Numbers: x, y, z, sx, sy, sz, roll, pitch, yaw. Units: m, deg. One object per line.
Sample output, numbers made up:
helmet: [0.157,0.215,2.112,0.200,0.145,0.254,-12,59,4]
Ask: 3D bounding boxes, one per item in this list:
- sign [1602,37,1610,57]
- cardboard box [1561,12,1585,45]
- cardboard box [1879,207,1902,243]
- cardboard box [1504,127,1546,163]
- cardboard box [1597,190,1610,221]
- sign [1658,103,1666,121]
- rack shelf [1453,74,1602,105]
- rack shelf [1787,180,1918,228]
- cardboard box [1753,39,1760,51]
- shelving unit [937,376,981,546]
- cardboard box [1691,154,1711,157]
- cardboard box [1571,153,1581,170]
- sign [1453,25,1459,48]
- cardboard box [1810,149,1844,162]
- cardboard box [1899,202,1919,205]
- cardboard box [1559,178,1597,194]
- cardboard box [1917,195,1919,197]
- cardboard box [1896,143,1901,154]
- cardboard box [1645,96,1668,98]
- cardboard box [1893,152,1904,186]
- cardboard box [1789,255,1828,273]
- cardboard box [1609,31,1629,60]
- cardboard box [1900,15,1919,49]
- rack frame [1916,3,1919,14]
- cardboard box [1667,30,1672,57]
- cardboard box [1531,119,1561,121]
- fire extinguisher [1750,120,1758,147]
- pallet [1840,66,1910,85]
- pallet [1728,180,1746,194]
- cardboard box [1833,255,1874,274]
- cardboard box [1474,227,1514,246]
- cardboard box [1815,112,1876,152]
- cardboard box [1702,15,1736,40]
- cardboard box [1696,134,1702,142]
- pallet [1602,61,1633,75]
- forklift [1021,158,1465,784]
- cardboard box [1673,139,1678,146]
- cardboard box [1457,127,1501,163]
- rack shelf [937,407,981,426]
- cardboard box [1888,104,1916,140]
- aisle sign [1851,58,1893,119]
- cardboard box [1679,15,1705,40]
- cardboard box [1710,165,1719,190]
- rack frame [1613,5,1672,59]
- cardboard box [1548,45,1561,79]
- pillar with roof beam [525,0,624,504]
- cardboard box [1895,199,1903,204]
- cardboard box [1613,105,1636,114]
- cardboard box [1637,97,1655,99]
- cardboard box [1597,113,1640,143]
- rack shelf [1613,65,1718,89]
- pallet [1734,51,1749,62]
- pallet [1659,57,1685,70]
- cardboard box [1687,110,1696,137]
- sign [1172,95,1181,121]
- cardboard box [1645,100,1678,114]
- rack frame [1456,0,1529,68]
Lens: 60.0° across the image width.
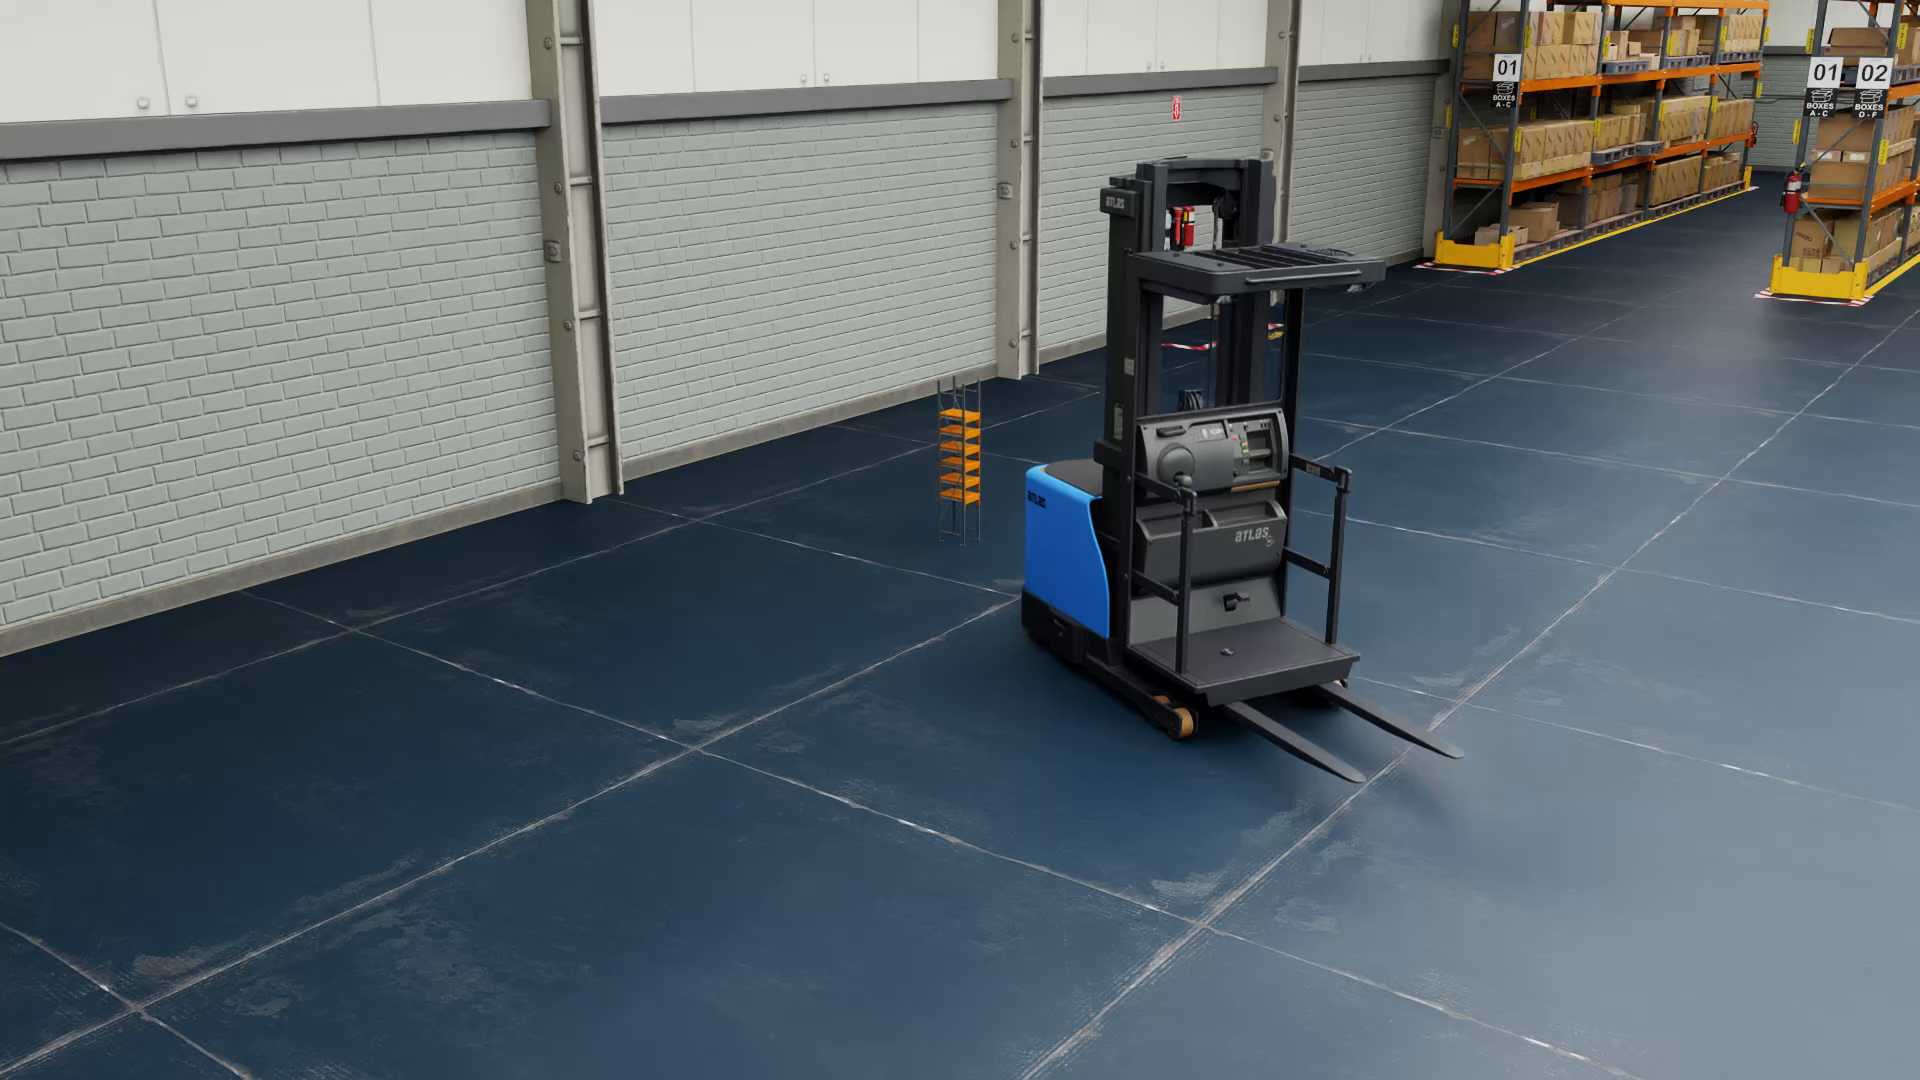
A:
sign: [10.870,-8.297,27.973,0.100,0.325,0.005,12,21,35]
cardboard box: [9.728,-8.253,26.815,0.500,0.500,0.500,12,21,33]
cardboard box: [14.002,-4.816,25.359,0.500,0.500,0.500,12,21,35]
cardboard box: [8.874,-6.231,26.206,0.500,0.500,0.500,12,21,35]
cardboard box: [11.458,-6.152,30.470,0.700,0.500,0.500,13,21,35]
sign: [13.254,-8.086,31.404,0.100,0.325,0.005,12,21,35]
rack shelf: [9.238,-7.324,26.925,1.077,0.370,4.000,12,21,35]
rack shelf: [13.218,-5.017,24.554,1.077,0.370,4.000,12,21,35]
cardboard box: [17.356,-10.957,36.789,0.500,0.250,0.500,13,22,36]
shelving unit: [-0.009,-0.570,12.055,0.258,1.200,0.189,12,21,35]
cardboard box: [16.402,-8.464,36.856,0.380,0.149,0.250,13,21,35]
cardboard box: [10.087,-6.366,27.904,0.500,0.250,0.500,13,21,35]
sign: [7.612,-7.717,25.485,0.100,0.325,0.005,12,21,35]
cardboard box: [12.101,-5.366,23.204,0.380,0.149,0.250,12,21,34]
cardboard box: [16.071,-5.532,27.982,0.500,0.311,0.500,12,21,34]
cardboard box: [11.114,-6.370,29.906,0.500,0.250,0.500,12,21,34]
cardboard box: [17.294,-5.864,29.542,0.500,0.500,0.500,14,22,37]
cardboard box: [13.662,-5.790,24.567,0.380,0.149,0.250,13,22,36]
cardboard box: [14.112,-8.865,33.763,0.500,0.250,0.500,12,21,33]
cardboard box: [13.841,-5.651,25.215,0.700,0.500,0.500,12,21,34]
cardboard box: [12.109,-3.951,23.839,0.500,0.250,0.500,12,21,35]
cardboard box: [11.554,-8.802,29.595,0.500,0.500,0.500,12,21,33]
cardboard box: [14.809,-7.896,25.836,0.500,0.500,0.500,13,21,35]
rack frame: [16.793,-9.655,28.160,1.000,3.000,0.127,12,21,35]
cardboard box: [13.329,-9.616,32.181,0.700,0.500,0.500,11,20,32]
cardboard box: [9.981,-6.932,28.464,0.500,0.500,0.500,12,21,33]
fire extinguisher: [18.040,-9.309,37.921,0.296,0.674,0.183,12,21,35]
pallet: [12.469,-6.438,23.010,1.003,0.211,1.213,12,21,35]
pallet: [17.166,-8.033,37.757,1.003,0.211,1.213,12,21,35]
cardboard box: [12.820,-3.980,23.930,0.500,0.250,0.500,12,21,35]
cardboard box: [8.530,-4.834,26.543,0.500,0.311,0.500,10,20,29]
cardboard box: [12.346,-5.673,23.098,0.700,0.500,0.500,13,21,35]
cardboard box: [15.846,-10.704,34.710,0.500,0.500,0.500,12,21,34]
cardboard box: [15.090,-8.311,34.340,0.380,0.149,0.250,13,21,36]
pallet: [10.883,-8.182,28.793,1.213,0.211,1.003,12,21,35]
forklift: [1.489,-0.491,8.884,1.130,2.935,3.031,-8,19,-25]
cardboard box: [14.100,-7.958,33.203,0.380,0.149,0.250,13,21,35]
cardboard box: [8.156,-6.204,26.120,0.500,0.500,0.500,12,21,34]
rack shelf: [-0.009,-0.871,11.961,0.258,0.103,0.180,12,21,35]
cardboard box: [14.150,-6.397,25.431,0.700,0.500,0.500,13,21,35]
aisle sign: [12.233,-6.056,22.304,0.394,0.787,0.004,12,21,35]
cardboard box: [15.425,-10.792,34.991,0.500,0.500,0.500,12,21,34]
cardboard box: [16.026,-7.903,36.140,0.700,0.500,0.500,12,21,34]
rack frame: [12.813,-10.529,30.976,1.000,3.000,0.127,12,21,35]
cardboard box: [9.101,-7.530,26.173,0.500,0.500,0.500,14,22,37]
pillar with roof beam: [0.501,-3.895,9.614,9.100,9.000,0.400,12,21,35]
cardboard box: [15.939,-5.745,28.670,0.500,0.311,0.500,12,21,33]
cardboard box: [12.451,-8.065,31.152,0.380,0.149,0.250,9,19,26]
cardboard box: [13.797,-8.741,33.365,0.500,0.250,0.500,12,21,33]
cardboard box: [12.229,-7.670,30.975,0.700,0.500,0.500,10,20,30]
rack shelf: [14.004,-9.229,33.061,1.077,0.370,4.000,12,21,35]
pallet: [16.419,-10.489,36.055,1.003,0.211,1.213,12,21,35]
pallet: [13.154,-9.169,31.973,1.213,0.211,1.003,14,22,37]
cardboard box: [14.521,-8.420,33.597,0.500,0.500,0.500,12,21,35]
sign: [2.605,-5.190,19.990,0.001,0.298,0.199,12,21,35]
cardboard box: [13.610,-8.412,32.307,0.500,0.250,0.500,12,21,34]
rack frame: [8.046,-8.624,24.840,1.000,3.000,0.127,12,21,35]
